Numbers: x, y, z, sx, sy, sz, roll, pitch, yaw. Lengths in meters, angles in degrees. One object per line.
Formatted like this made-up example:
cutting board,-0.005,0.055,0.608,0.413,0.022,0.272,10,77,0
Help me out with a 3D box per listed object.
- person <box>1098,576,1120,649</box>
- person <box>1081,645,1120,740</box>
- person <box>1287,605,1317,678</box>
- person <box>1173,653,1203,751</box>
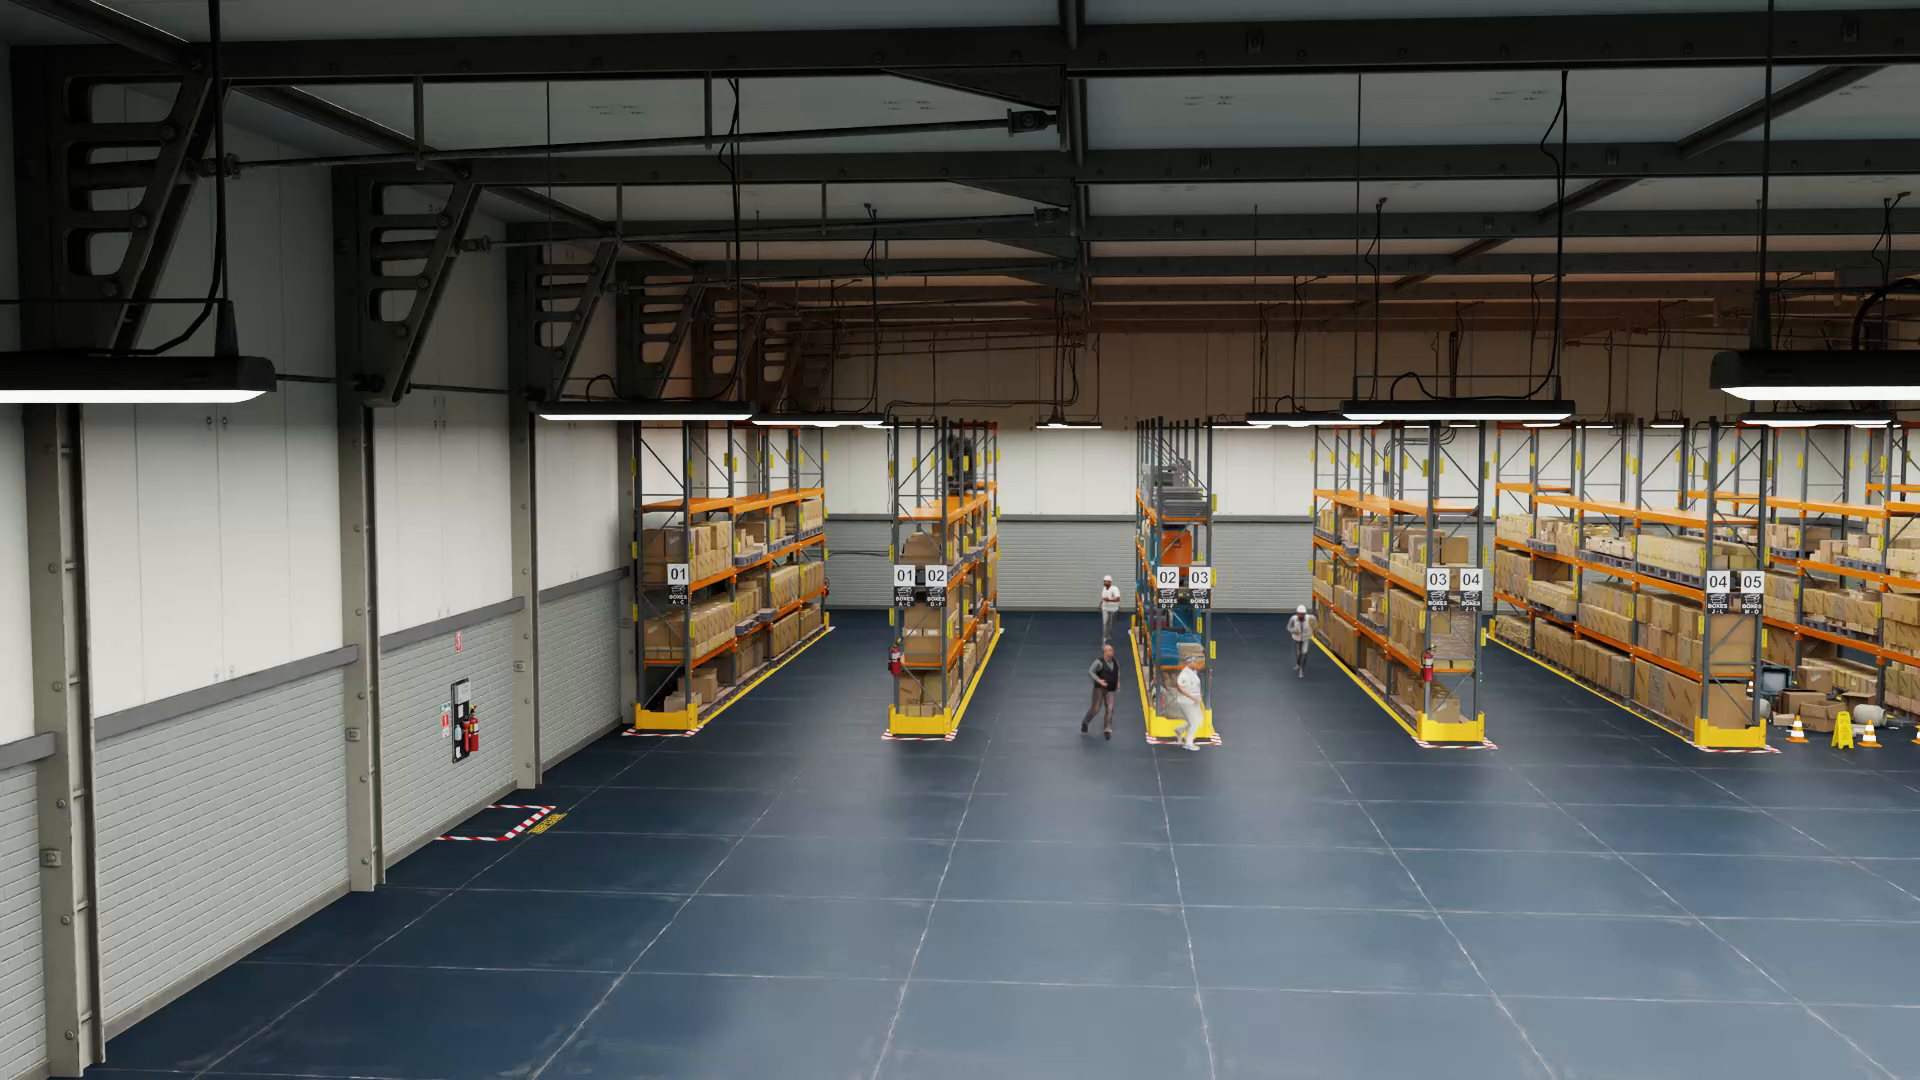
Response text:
person,3.744,1.816,42.203,0.745,1.826,0.780,2,4,31
person,2.737,2.830,31.149,0.728,1.706,0.945,-1,4,-20
person,8.014,2.362,39.014,0.701,1.733,1.038,1,4,9
person,4.081,2.900,29.919,0.604,1.748,0.671,2,4,28
